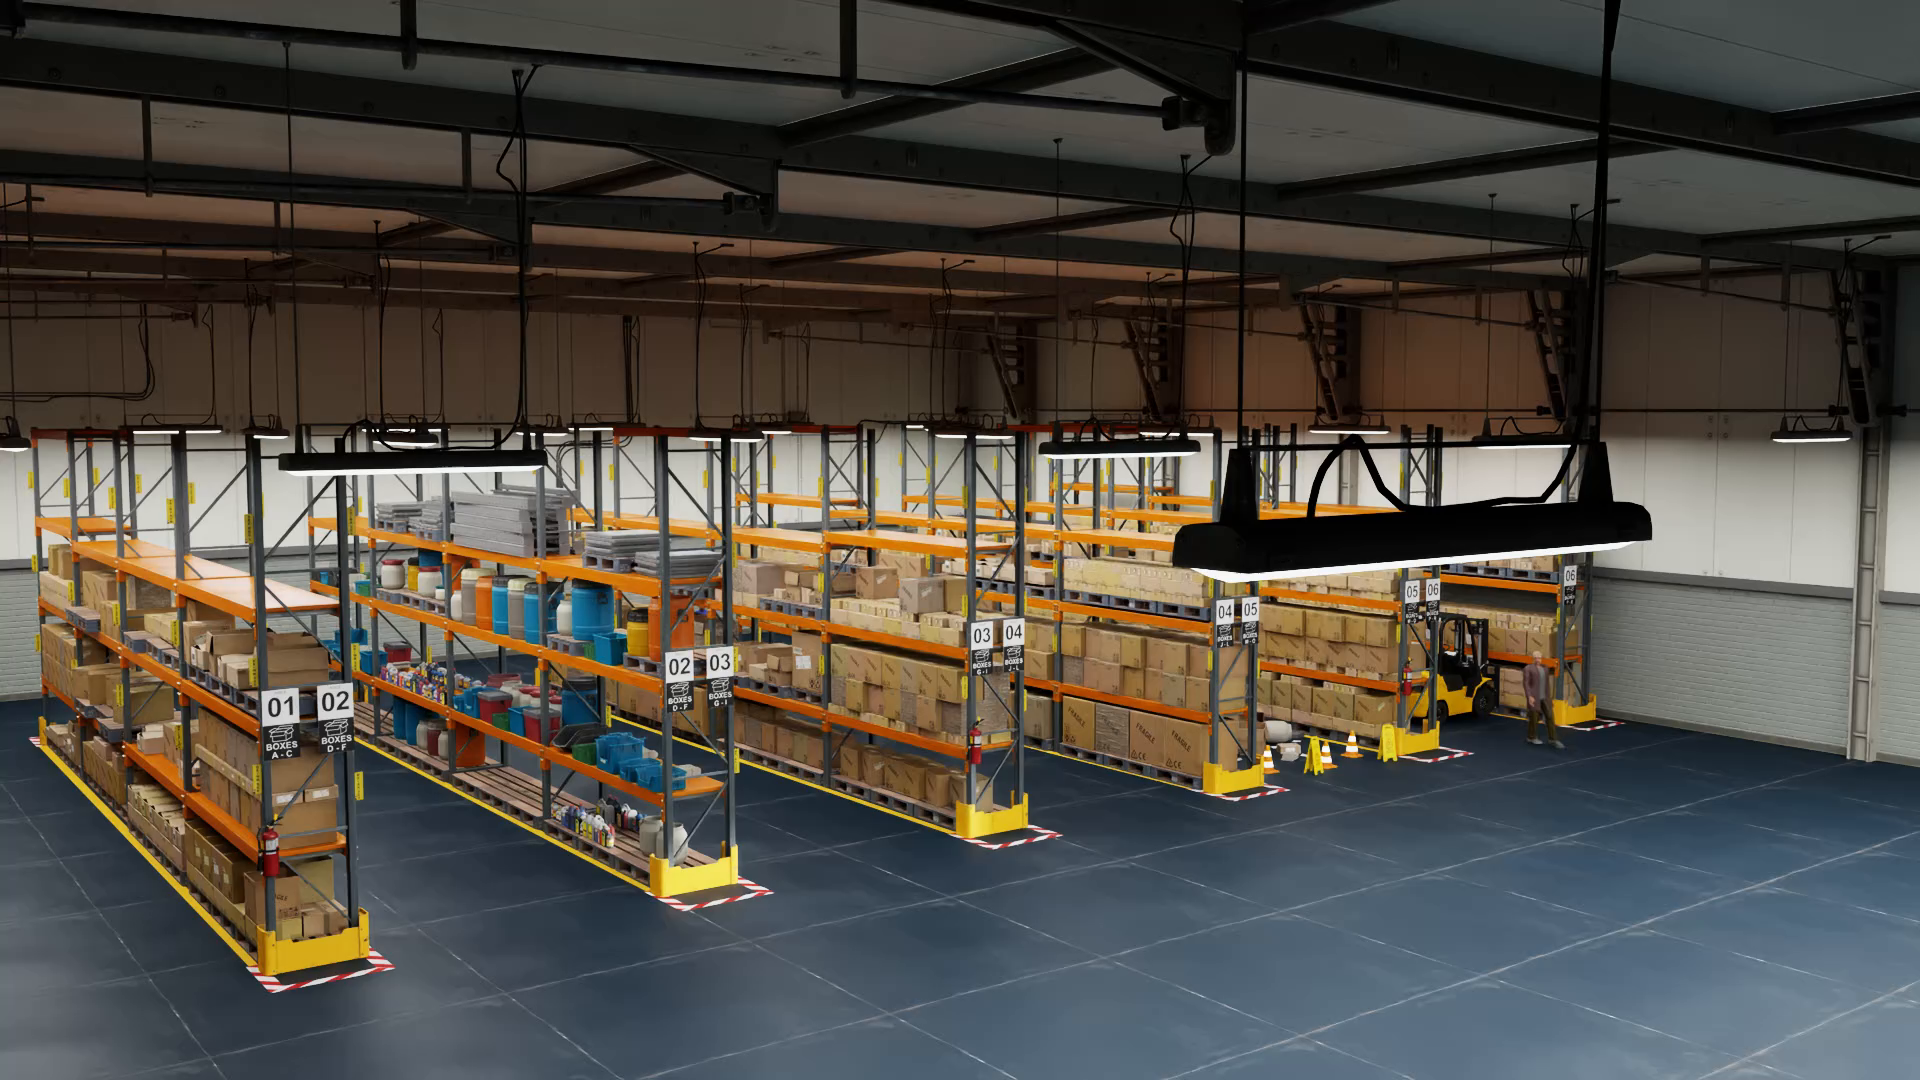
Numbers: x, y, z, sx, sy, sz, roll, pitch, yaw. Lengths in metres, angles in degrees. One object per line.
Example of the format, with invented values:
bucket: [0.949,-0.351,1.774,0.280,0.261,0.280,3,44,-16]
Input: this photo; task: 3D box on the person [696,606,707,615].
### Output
person: [-6.333,2.323,40.788,0.468,1.662,0.628,2,5,22]

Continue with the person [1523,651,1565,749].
person: [10.949,2.992,31.293,0.642,1.789,0.719,-1,5,-10]
